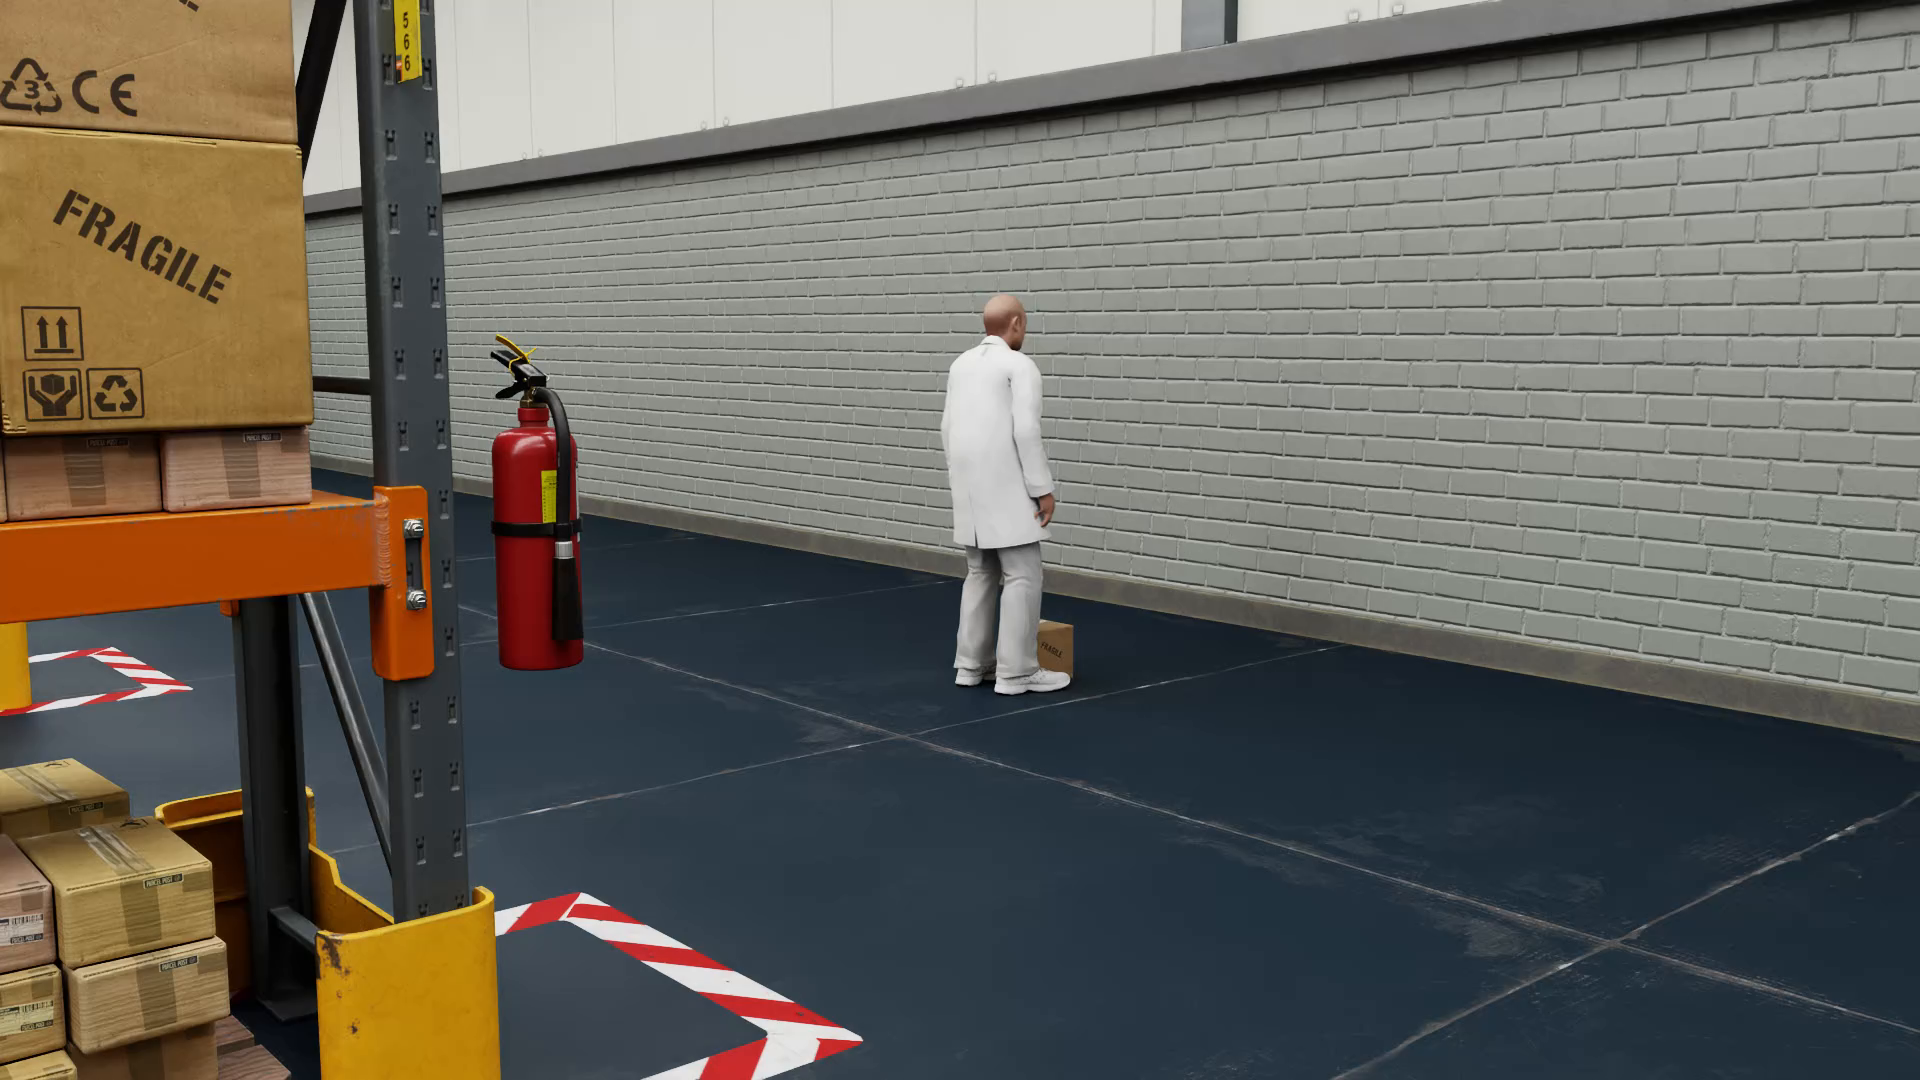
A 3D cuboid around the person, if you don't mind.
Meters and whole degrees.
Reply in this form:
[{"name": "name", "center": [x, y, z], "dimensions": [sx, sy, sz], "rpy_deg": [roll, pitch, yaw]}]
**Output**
[{"name": "person", "center": [0.177, -0.215, 7.522], "dimensions": [0.421, 1.774, 0.642], "rpy_deg": [-6, 10, -41]}]
